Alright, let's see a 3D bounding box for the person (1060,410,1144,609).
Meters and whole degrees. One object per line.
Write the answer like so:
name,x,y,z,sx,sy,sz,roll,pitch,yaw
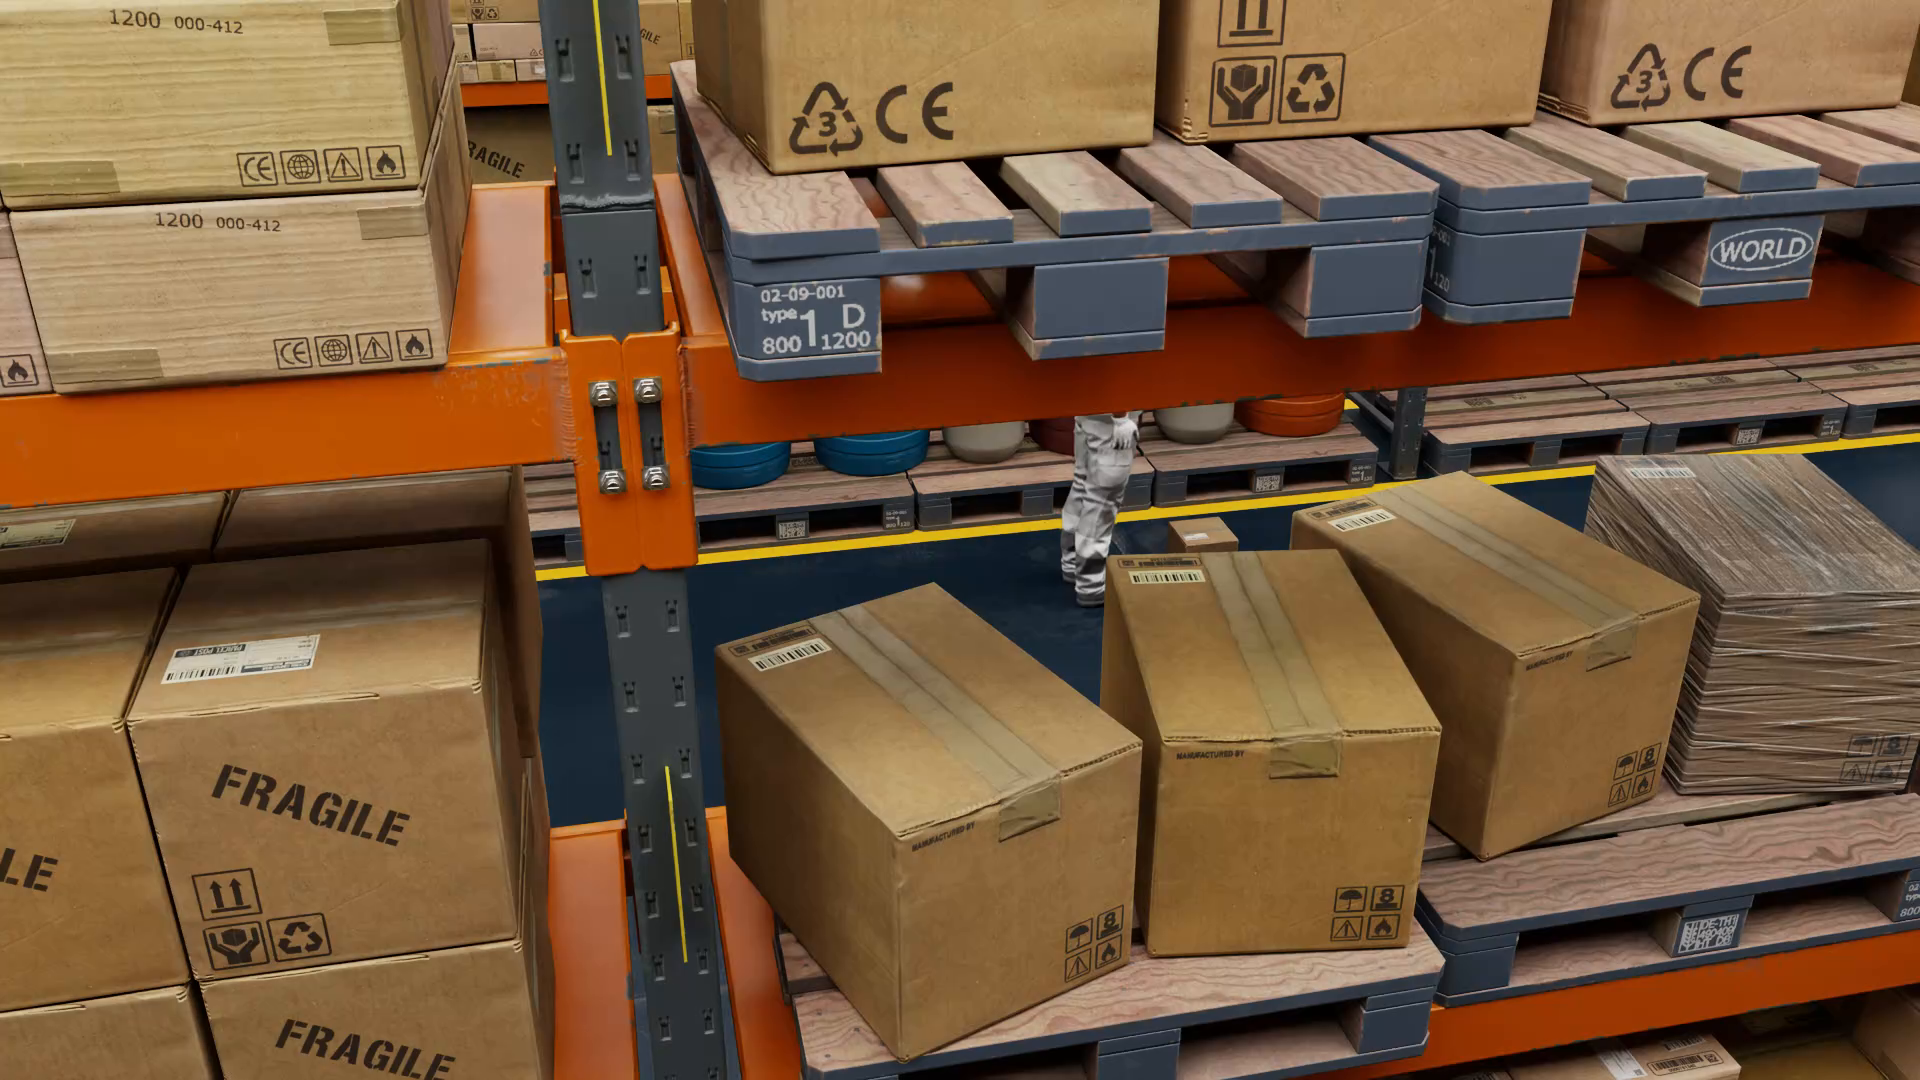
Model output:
person,0.632,-0.581,7.248,0.331,1.790,0.523,-5,27,-10
